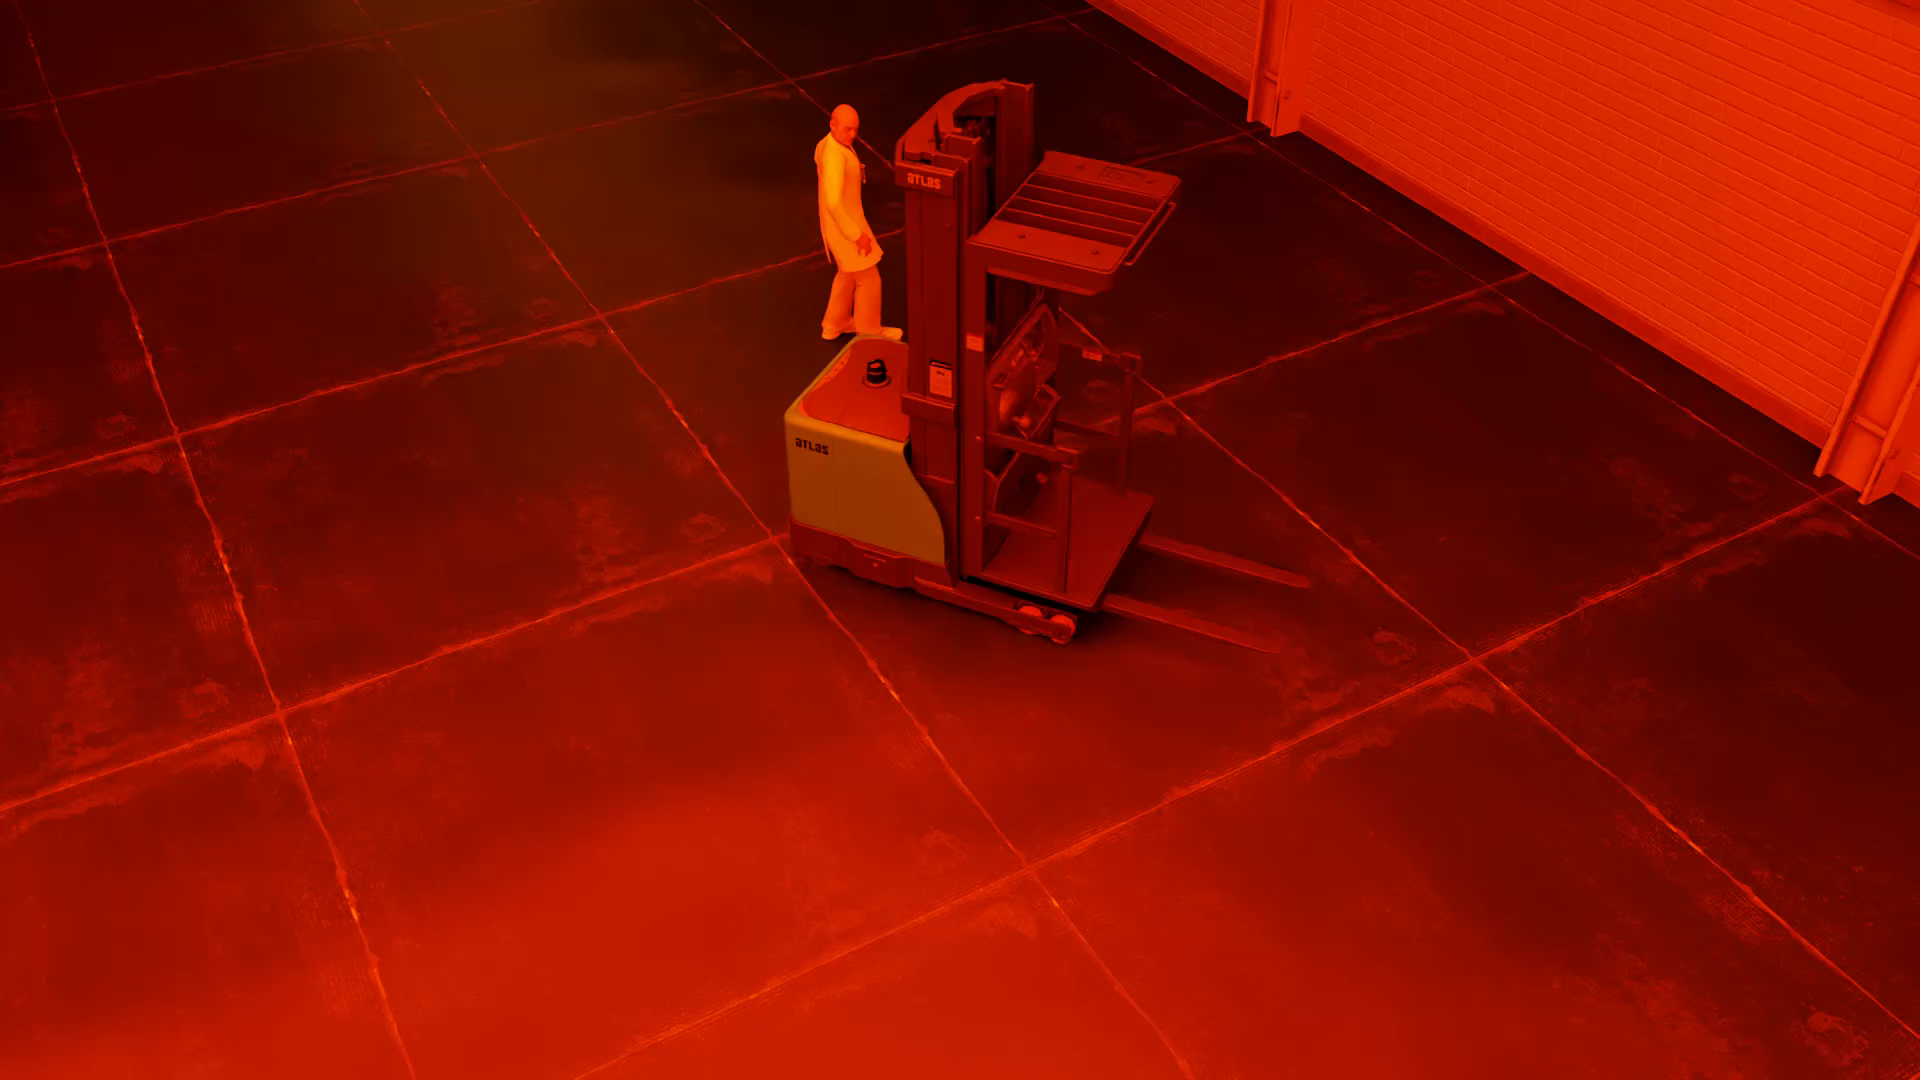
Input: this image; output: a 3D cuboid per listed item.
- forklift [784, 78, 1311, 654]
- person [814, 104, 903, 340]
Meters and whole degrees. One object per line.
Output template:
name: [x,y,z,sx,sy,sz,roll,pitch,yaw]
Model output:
forklift: [0.532,-0.919,9.144,3.031,2.935,1.130,16,42,19]
person: [-0.732,-2.192,11.599,0.558,1.760,0.800,-12,41,-14]
